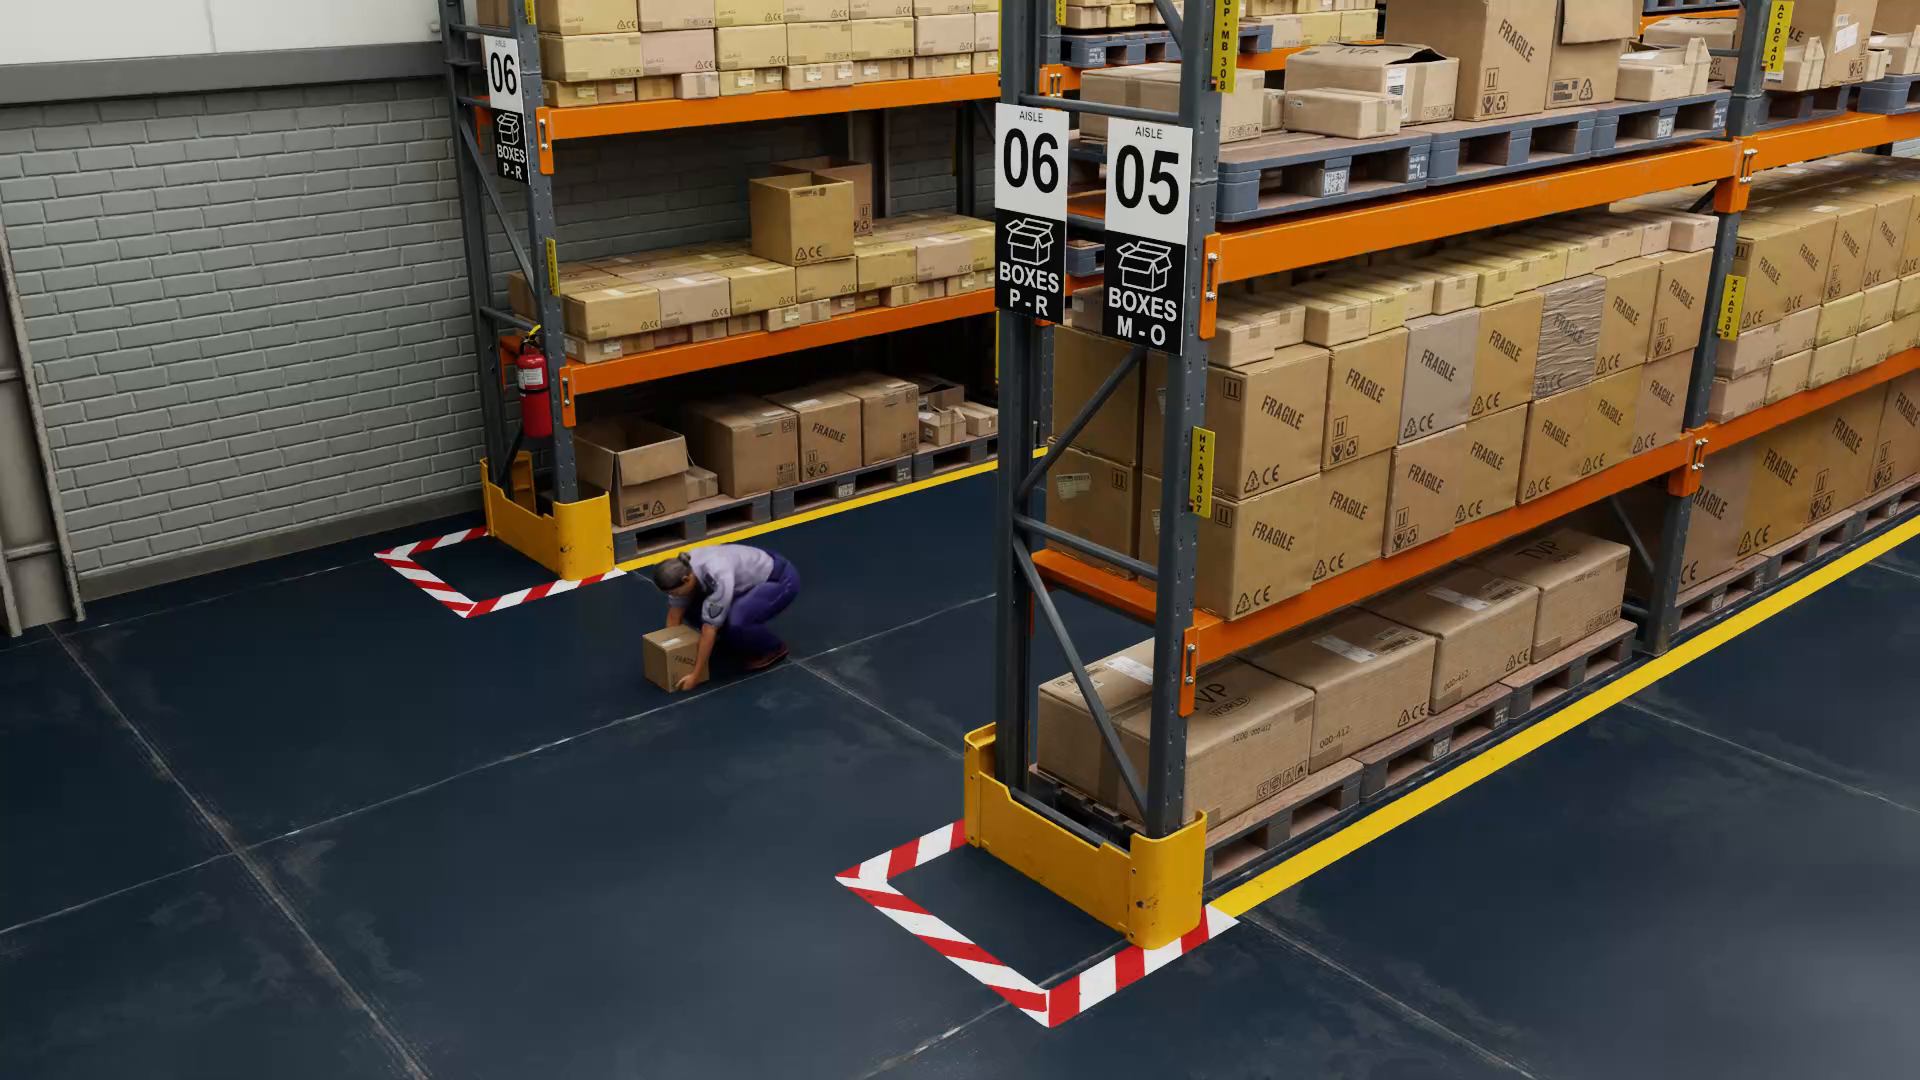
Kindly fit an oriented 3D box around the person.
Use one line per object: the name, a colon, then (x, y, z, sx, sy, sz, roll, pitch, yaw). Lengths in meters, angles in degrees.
person: (-1.277, 0.363, 9.021, 0.870, 0.747, 0.513, -18, 27, -39)
